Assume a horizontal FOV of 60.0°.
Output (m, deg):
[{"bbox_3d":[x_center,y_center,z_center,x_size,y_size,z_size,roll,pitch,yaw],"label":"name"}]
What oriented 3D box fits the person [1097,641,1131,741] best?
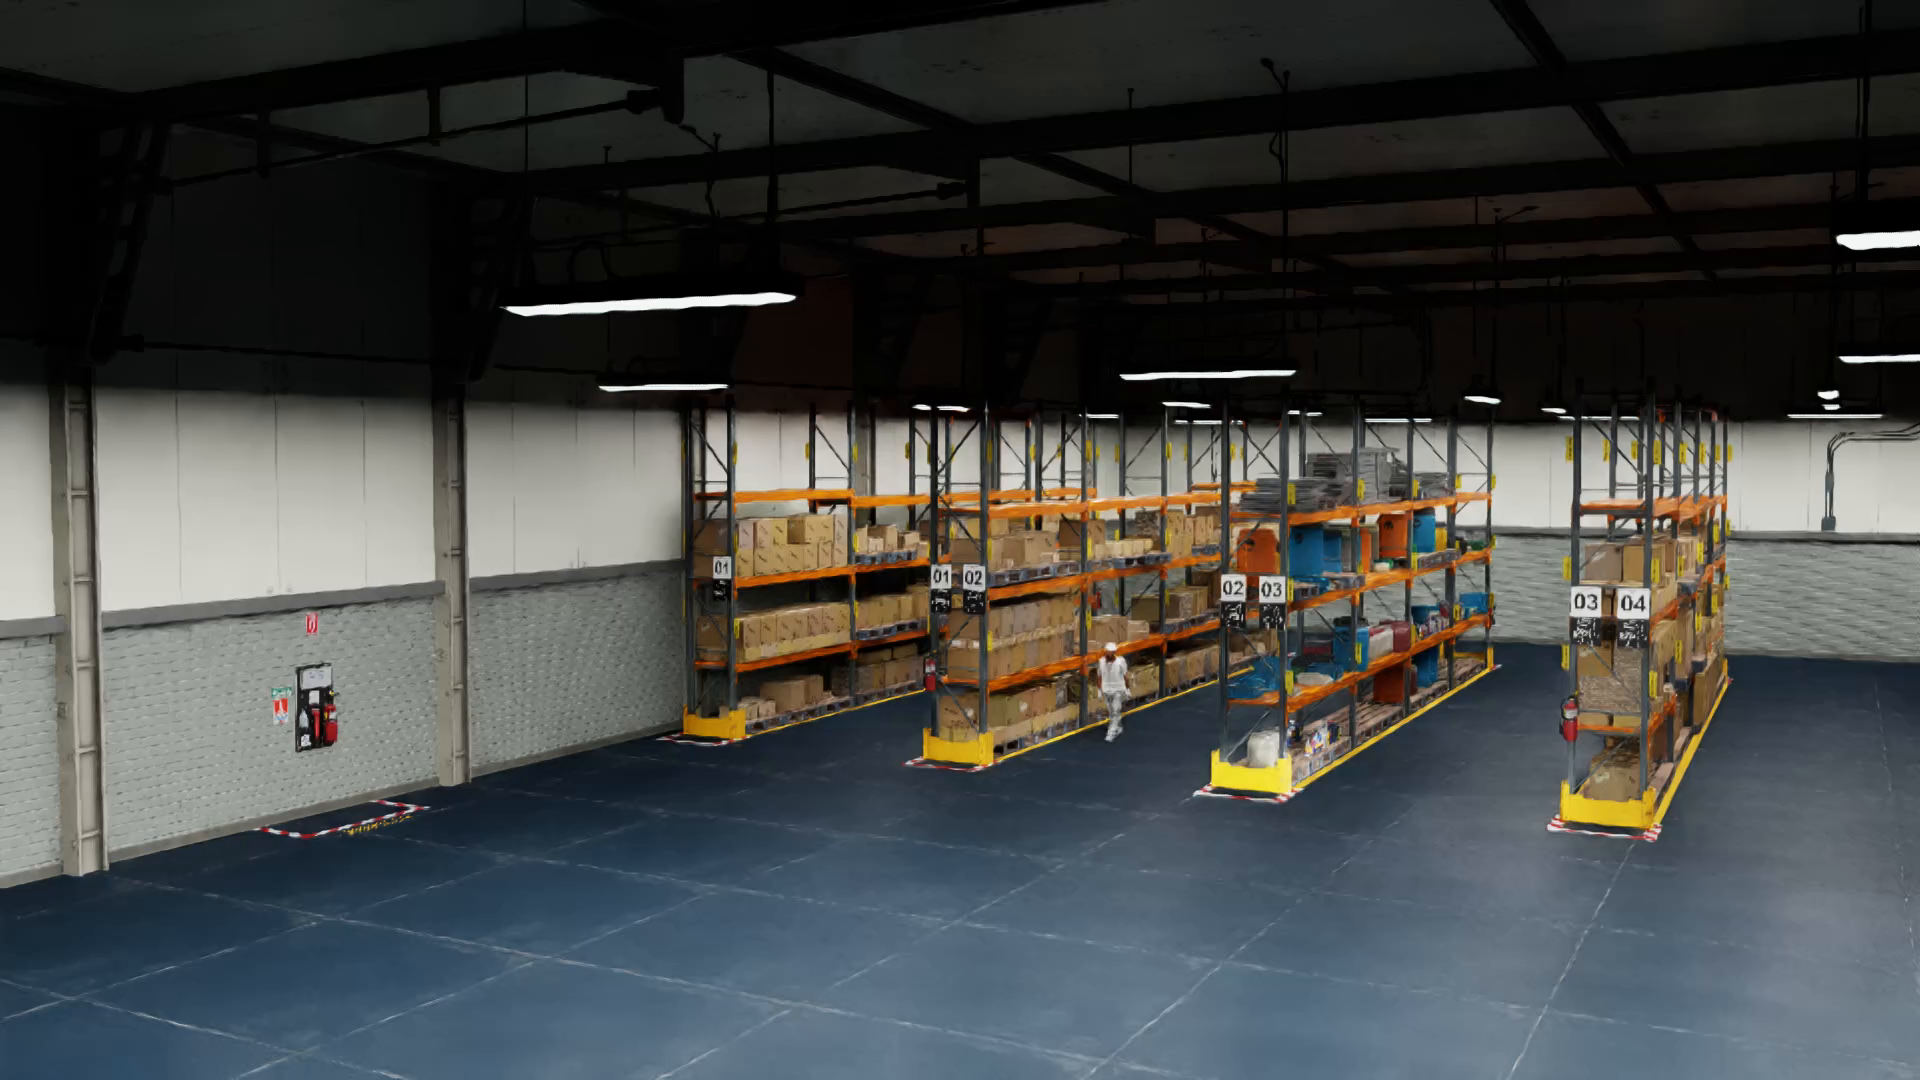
[{"bbox_3d":[2.636,2.610,28.984,0.566,1.706,1.122,2,3,30],"label":"person"}]
